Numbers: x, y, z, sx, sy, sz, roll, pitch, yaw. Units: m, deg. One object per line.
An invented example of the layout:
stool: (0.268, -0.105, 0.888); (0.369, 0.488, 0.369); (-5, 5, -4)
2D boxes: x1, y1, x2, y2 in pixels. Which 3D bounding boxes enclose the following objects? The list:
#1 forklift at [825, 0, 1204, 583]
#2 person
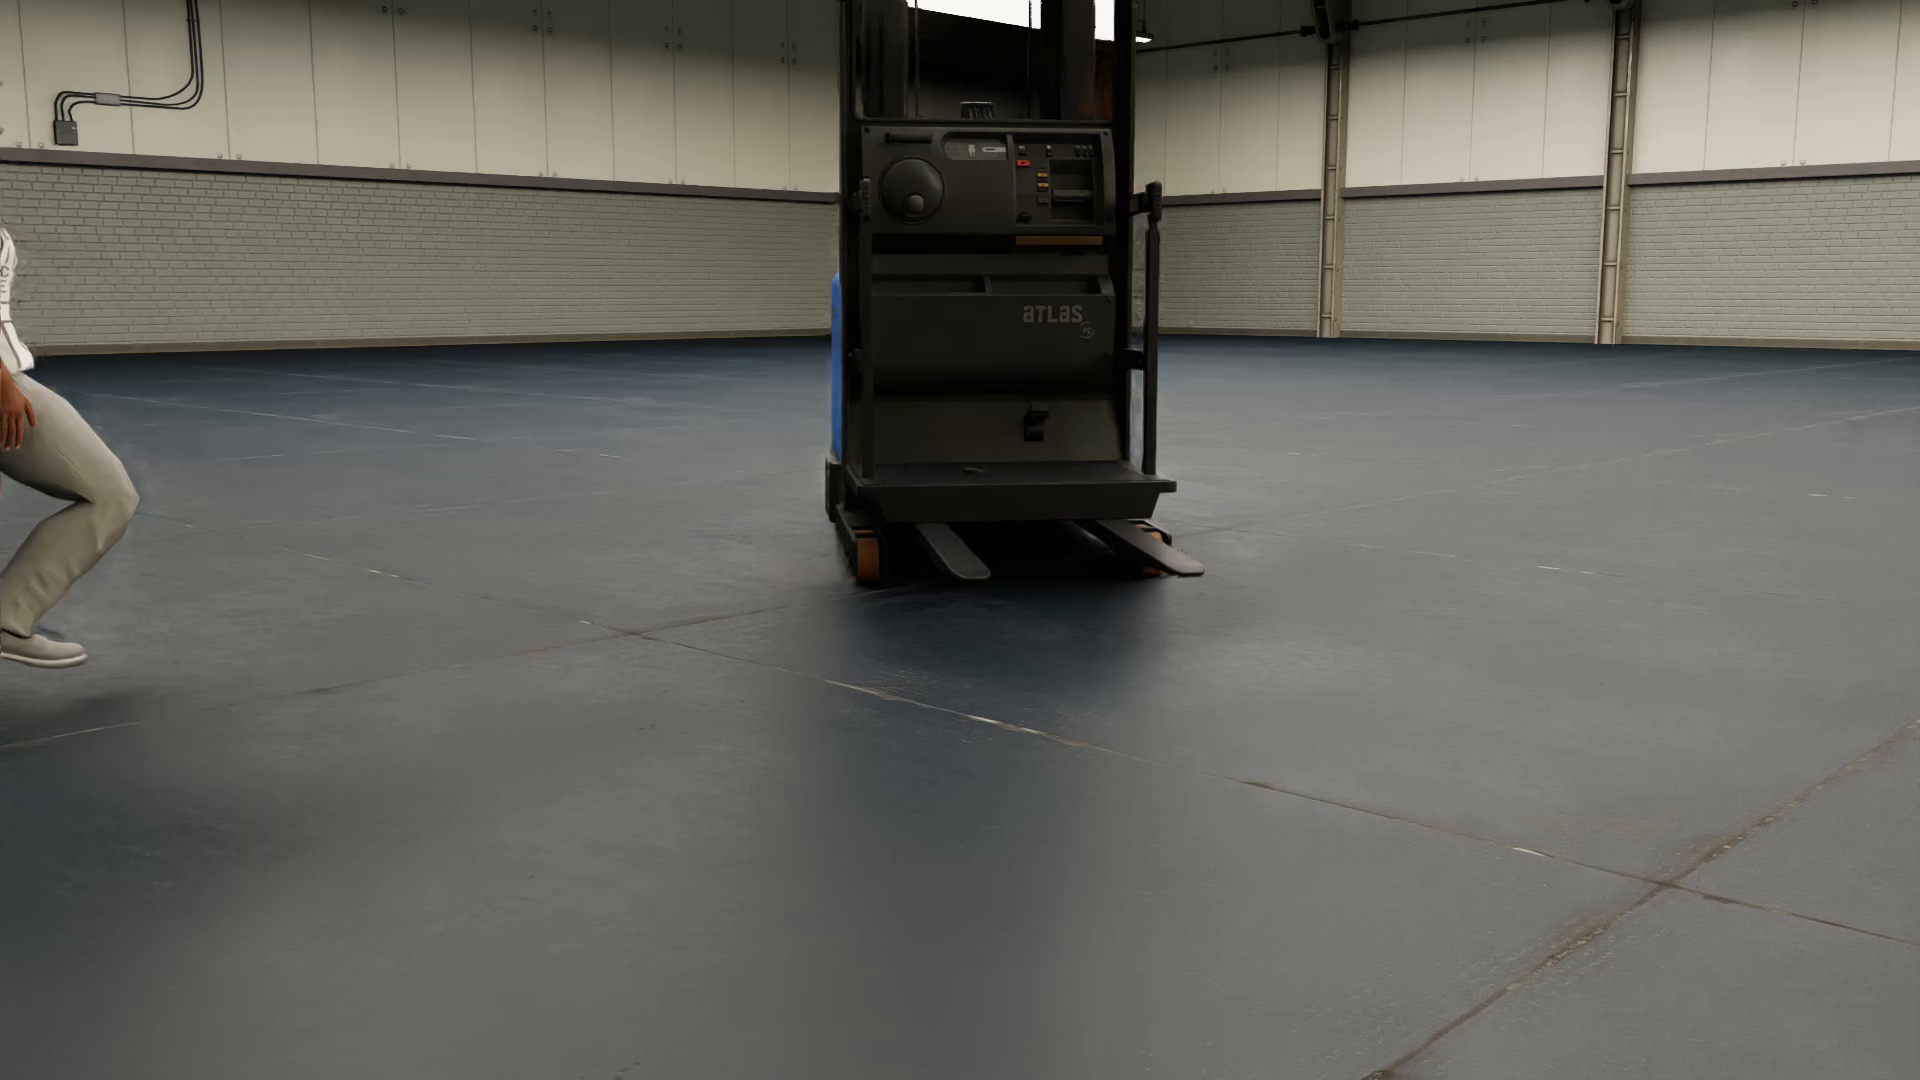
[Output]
forklift: (0.135, -1.353, 5.862); (1.130, 2.935, 3.031); (-1, 9, -8)
person: (-2.481, -0.387, 4.161); (0.581, 1.560, 0.850); (-8, 12, -44)
